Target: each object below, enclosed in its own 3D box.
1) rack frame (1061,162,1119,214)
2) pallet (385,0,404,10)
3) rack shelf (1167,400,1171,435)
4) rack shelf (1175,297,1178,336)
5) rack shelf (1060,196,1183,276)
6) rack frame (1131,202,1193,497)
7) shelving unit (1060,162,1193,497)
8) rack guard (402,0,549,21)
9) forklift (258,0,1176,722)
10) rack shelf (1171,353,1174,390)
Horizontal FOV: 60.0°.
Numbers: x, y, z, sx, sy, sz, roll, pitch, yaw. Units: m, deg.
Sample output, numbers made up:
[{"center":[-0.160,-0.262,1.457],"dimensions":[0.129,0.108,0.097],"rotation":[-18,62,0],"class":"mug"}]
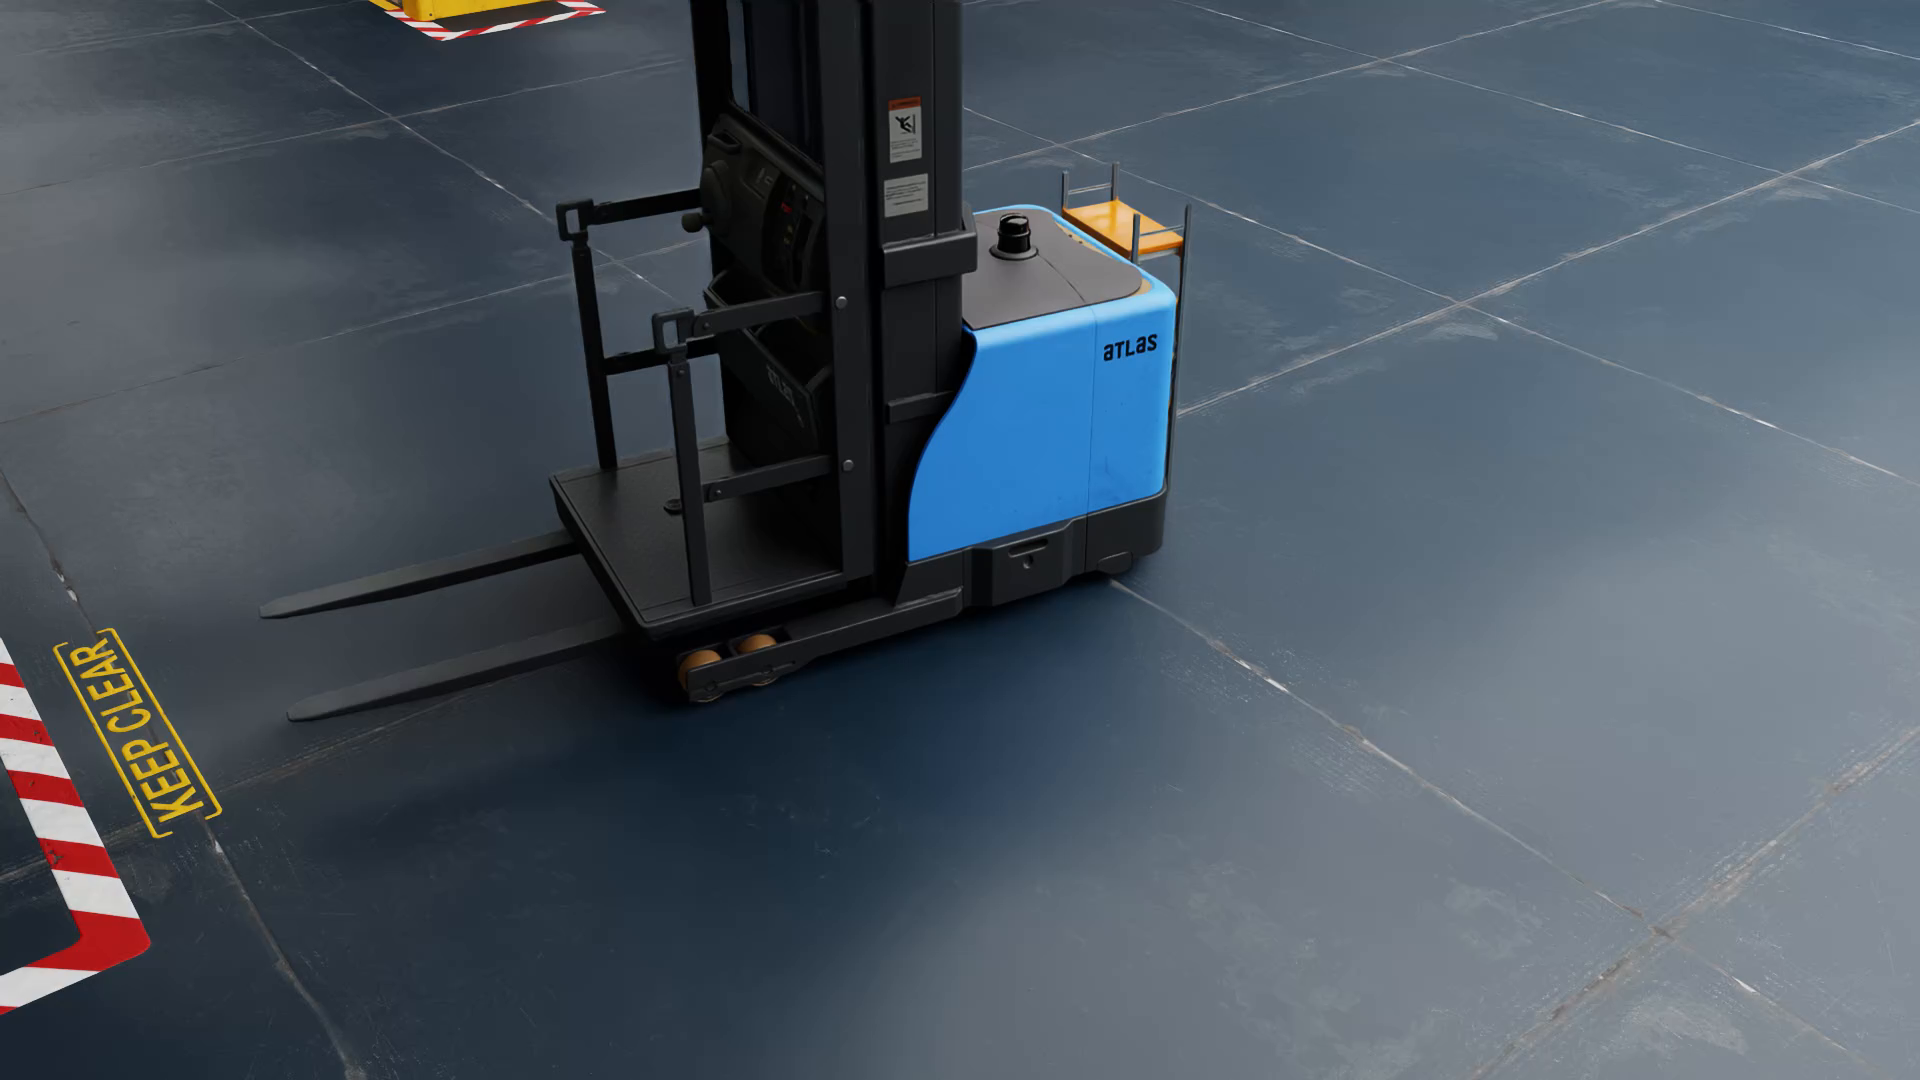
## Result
[{"center":[0.489,-0.885,6.537],"dimensions":[0.240,1.200,0.015],"rotation":[-15,35,-23],"class":"rack frame"},{"center":[-4.235,-4.568,13.405],"dimensions":[1.003,0.211,1.213],"rotation":[-22,38,-31],"class":"pallet"},{"center":[0.602,-0.545,6.494],"dimensions":[0.258,0.148,0.480],"rotation":[-15,35,-23],"class":"rack shelf"},{"center":[0.602,-0.903,6.271],"dimensions":[0.258,0.148,0.480],"rotation":[-15,35,-23],"class":"rack shelf"},{"center":[0.602,-1.104,6.146],"dimensions":[0.258,0.148,0.480],"rotation":[-15,35,-23],"class":"rack shelf"},{"center":[0.716,-0.657,6.170],"dimensions":[0.240,1.200,0.015],"rotation":[-15,35,-23],"class":"rack frame"},{"center":[0.602,-0.771,6.353],"dimensions":[0.258,1.200,0.503],"rotation":[-15,35,-23],"class":"shelving unit"},{"center":[-3.719,-4.376,12.821],"dimensions":[1.175,0.500,0.348],"rotation":[-22,38,-31],"class":"rack guard"},{"center":[-0.806,-1.037,5.142],"dimensions":[3.031,2.935,1.130],"rotation":[-15,35,-23],"class":"forklift"},{"center":[0.602,-0.713,6.389],"dimensions":[0.258,0.148,0.480],"rotation":[-15,35,-23],"class":"rack shelf"}]
